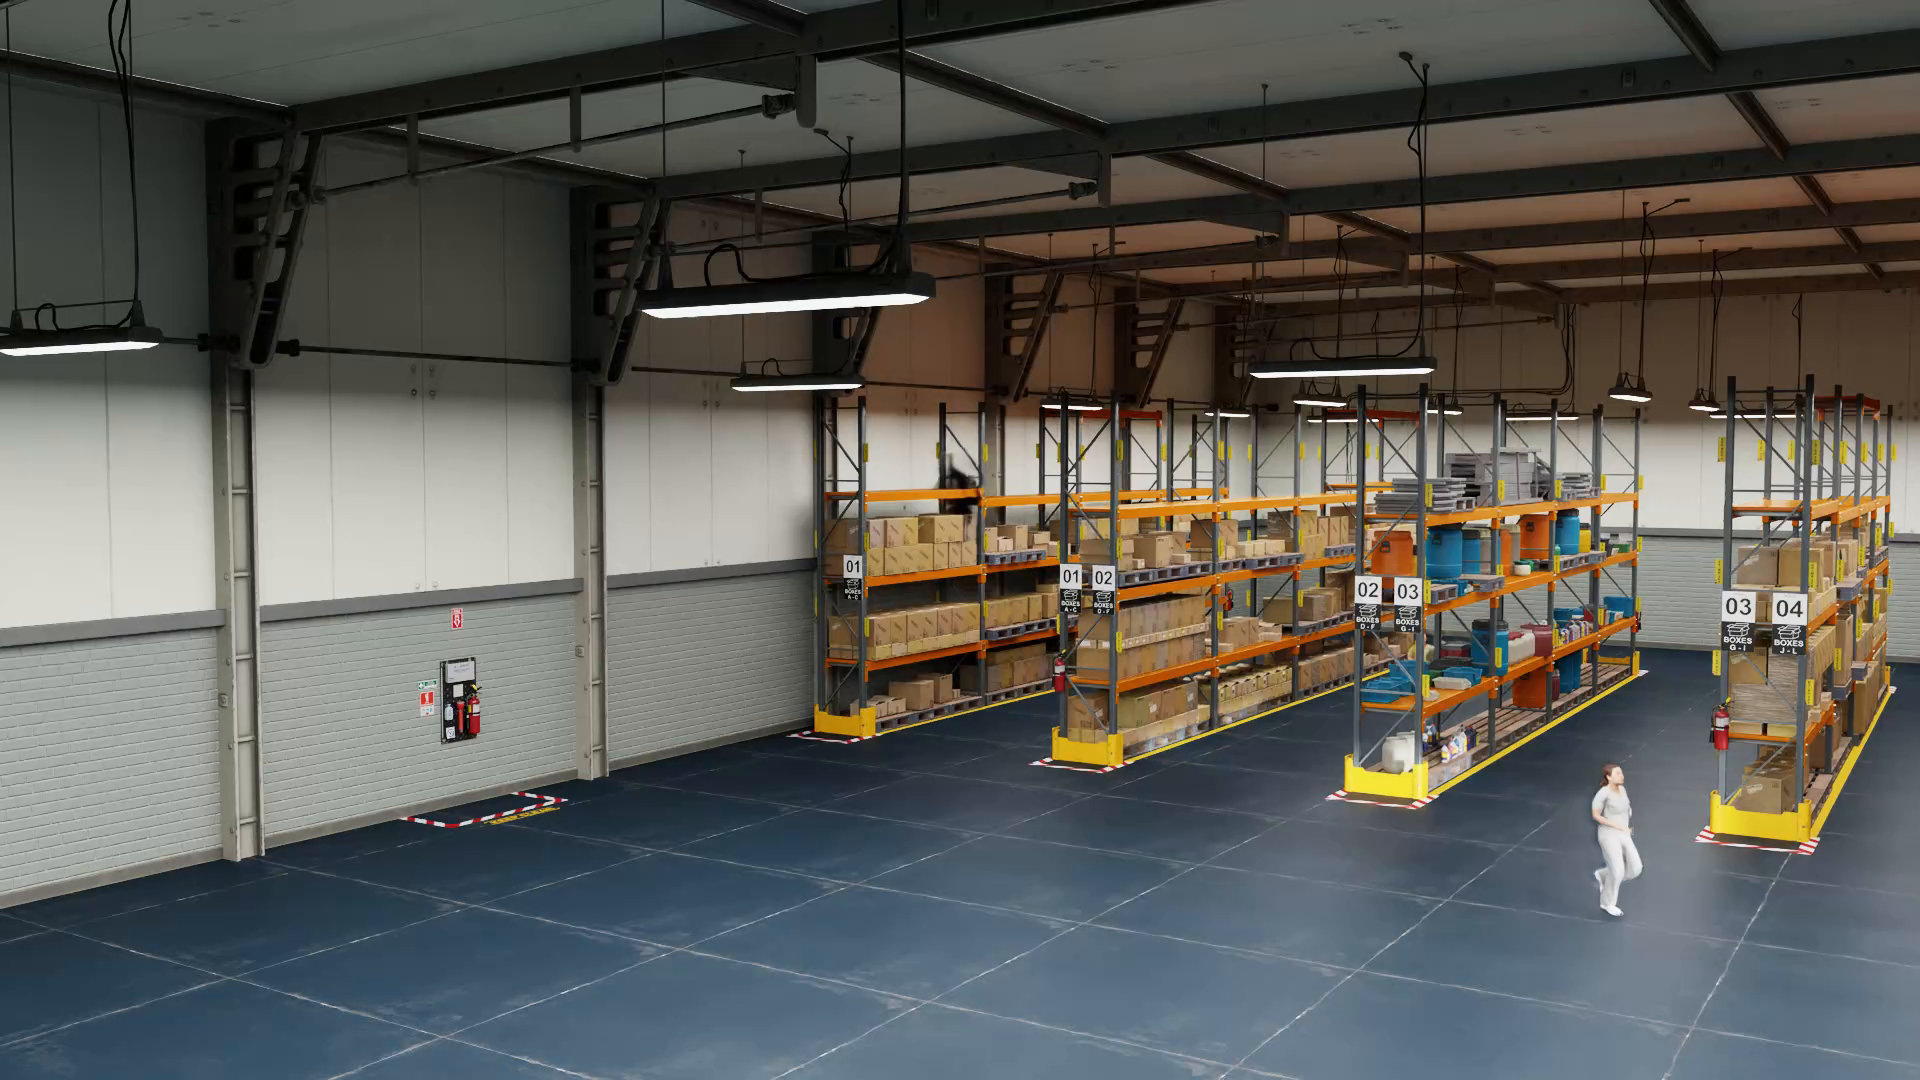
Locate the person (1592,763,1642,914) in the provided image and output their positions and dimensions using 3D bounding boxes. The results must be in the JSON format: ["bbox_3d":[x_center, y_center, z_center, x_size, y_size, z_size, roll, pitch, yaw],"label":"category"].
[{"bbox_3d":[7.114,3.242,18.079,0.601,1.628,0.578,-2,3,-29],"label":"person"}]

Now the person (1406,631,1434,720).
[{"bbox_3d":[8.576,2.534,30.868,0.552,1.716,0.826,2,4,33],"label":"person"}]
